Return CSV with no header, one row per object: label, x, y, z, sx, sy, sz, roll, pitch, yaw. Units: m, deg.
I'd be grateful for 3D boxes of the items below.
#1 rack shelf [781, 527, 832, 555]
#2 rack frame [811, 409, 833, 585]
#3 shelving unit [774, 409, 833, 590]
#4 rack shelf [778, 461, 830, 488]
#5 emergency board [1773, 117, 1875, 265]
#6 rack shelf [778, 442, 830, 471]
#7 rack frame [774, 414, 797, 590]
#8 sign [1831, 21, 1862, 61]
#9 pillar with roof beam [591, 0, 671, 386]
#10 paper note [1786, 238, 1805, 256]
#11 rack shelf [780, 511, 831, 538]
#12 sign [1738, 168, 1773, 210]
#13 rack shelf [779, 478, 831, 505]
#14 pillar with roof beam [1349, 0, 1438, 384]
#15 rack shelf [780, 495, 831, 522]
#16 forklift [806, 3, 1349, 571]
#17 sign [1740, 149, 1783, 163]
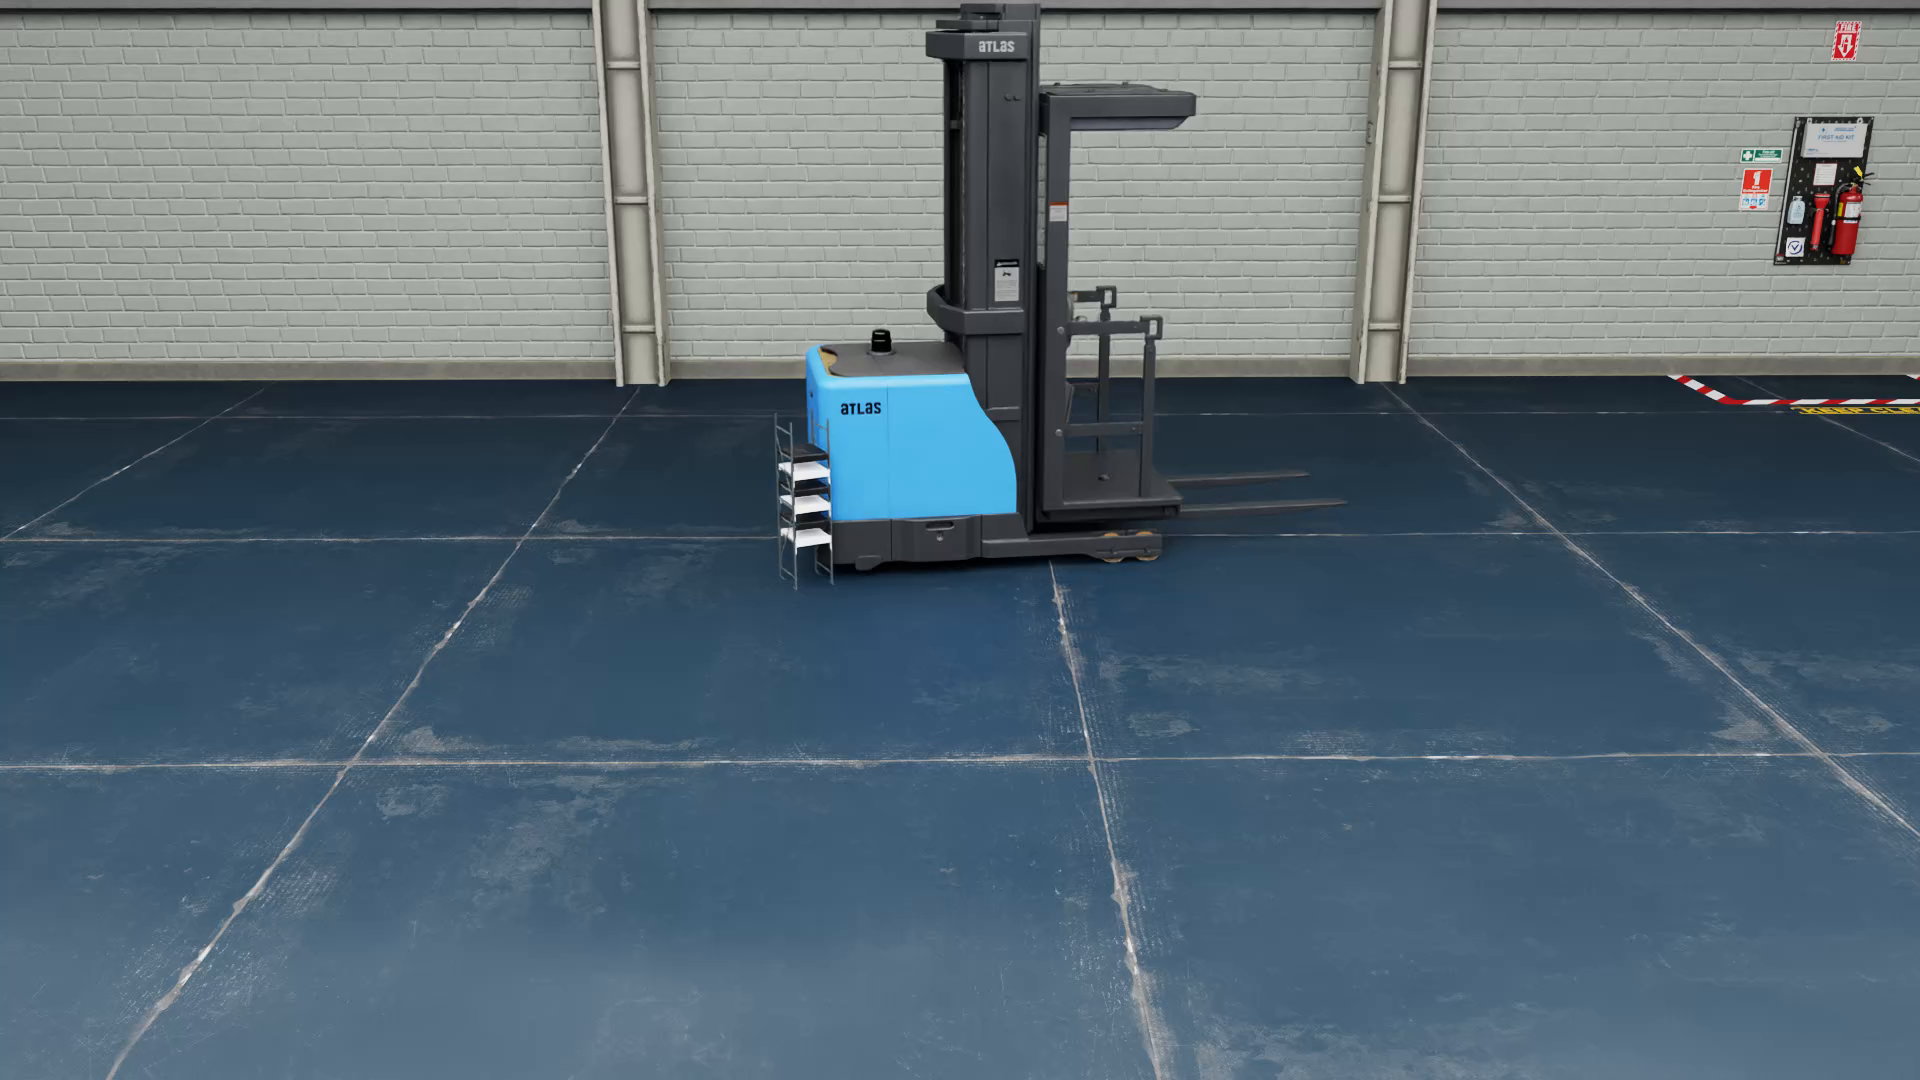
rack shelf,-0.820,-0.008,8.797,0.200,0.077,0.258,-9,20,-25
rack frame,-0.729,-0.225,8.775,0.006,0.900,0.240,-9,20,-25
shelving unit,-0.820,-0.211,8.732,0.210,0.900,0.258,-9,20,-25
rack shelf,-0.820,-0.351,8.687,0.200,0.077,0.258,-9,20,-25
emergency board,6.950,-2.773,13.282,0.643,1.169,0.194,0,18,-1
rack shelf,-0.820,-0.436,8.660,0.200,0.077,0.258,-9,20,-25
rack frame,-0.911,-0.197,8.688,0.006,0.900,0.240,-9,20,-25
sign,6.941,-3.908,13.023,0.199,0.298,0.001,0,18,-1
pillar with roof beam,-2.509,-4.258,8.088,0.400,9.000,9.100,0,18,-1
paper note,6.772,-2.374,13.480,0.142,0.148,0.016,0,18,-1
rack shelf,-0.820,-0.093,8.769,0.200,0.077,0.258,-9,20,-25
sign,6.396,-2.819,13.367,0.234,0.329,0.001,0,18,-1
rack shelf,-0.820,-0.265,8.715,0.200,0.077,0.258,-9,20,-25
pillar with roof beam,3.490,-4.286,8.178,0.400,9.000,9.100,0,18,-1
rack shelf,-0.820,-0.179,8.742,0.200,0.077,0.258,-9,20,-25
forklift,0.671,-1.423,9.186,3.031,2.935,1.130,-3,18,-9
sign,6.400,-3.069,13.277,0.331,0.109,0.001,0,18,-1
